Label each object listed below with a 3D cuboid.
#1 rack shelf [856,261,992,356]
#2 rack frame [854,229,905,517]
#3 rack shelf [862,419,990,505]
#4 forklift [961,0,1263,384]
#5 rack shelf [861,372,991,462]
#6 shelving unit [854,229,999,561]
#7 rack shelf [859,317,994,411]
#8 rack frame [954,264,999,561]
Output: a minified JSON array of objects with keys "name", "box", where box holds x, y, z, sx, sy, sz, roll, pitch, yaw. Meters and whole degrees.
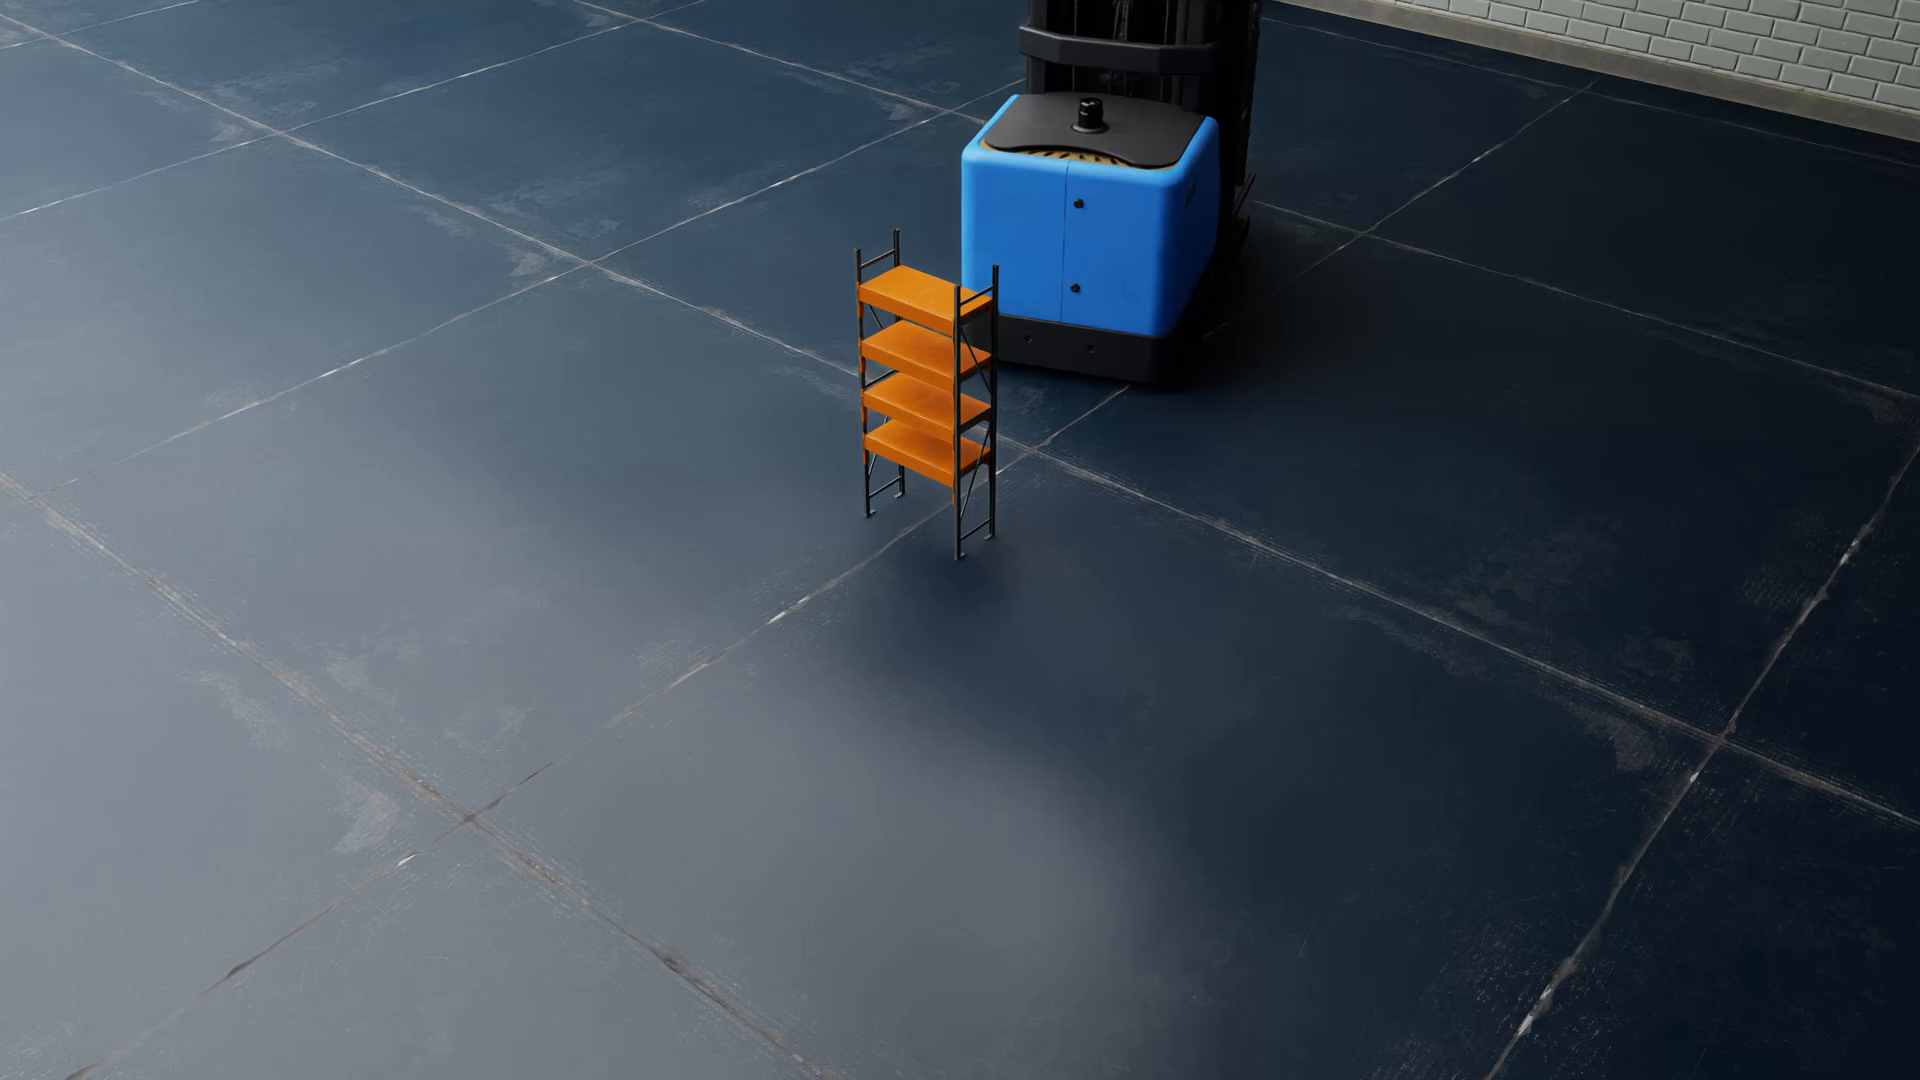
[{"name":"rack shelf","box":[-0.127,-0.878,6.275,0.480,0.148,0.258,25,42,32]},{"name":"rack frame","box":[-0.315,-0.643,6.626,0.015,1.200,0.240,25,42,32]},{"name":"rack shelf","box":[-0.127,-0.335,6.648,0.480,0.148,0.258,25,42,32]},{"name":"forklift","box":[0.943,-2.759,8.178,1.130,2.935,3.031,11,36,15]},{"name":"rack shelf","box":[-0.127,-0.499,6.536,0.480,0.148,0.258,25,42,32]},{"name":"shelving unit","box":[-0.127,-0.555,6.498,0.503,1.200,0.258,25,42,32]},{"name":"rack shelf","box":[-0.127,-0.683,6.409,0.480,0.148,0.258,25,42,32]},{"name":"rack frame","box":[0.060,-0.466,6.369,0.015,1.200,0.240,25,42,32]}]
